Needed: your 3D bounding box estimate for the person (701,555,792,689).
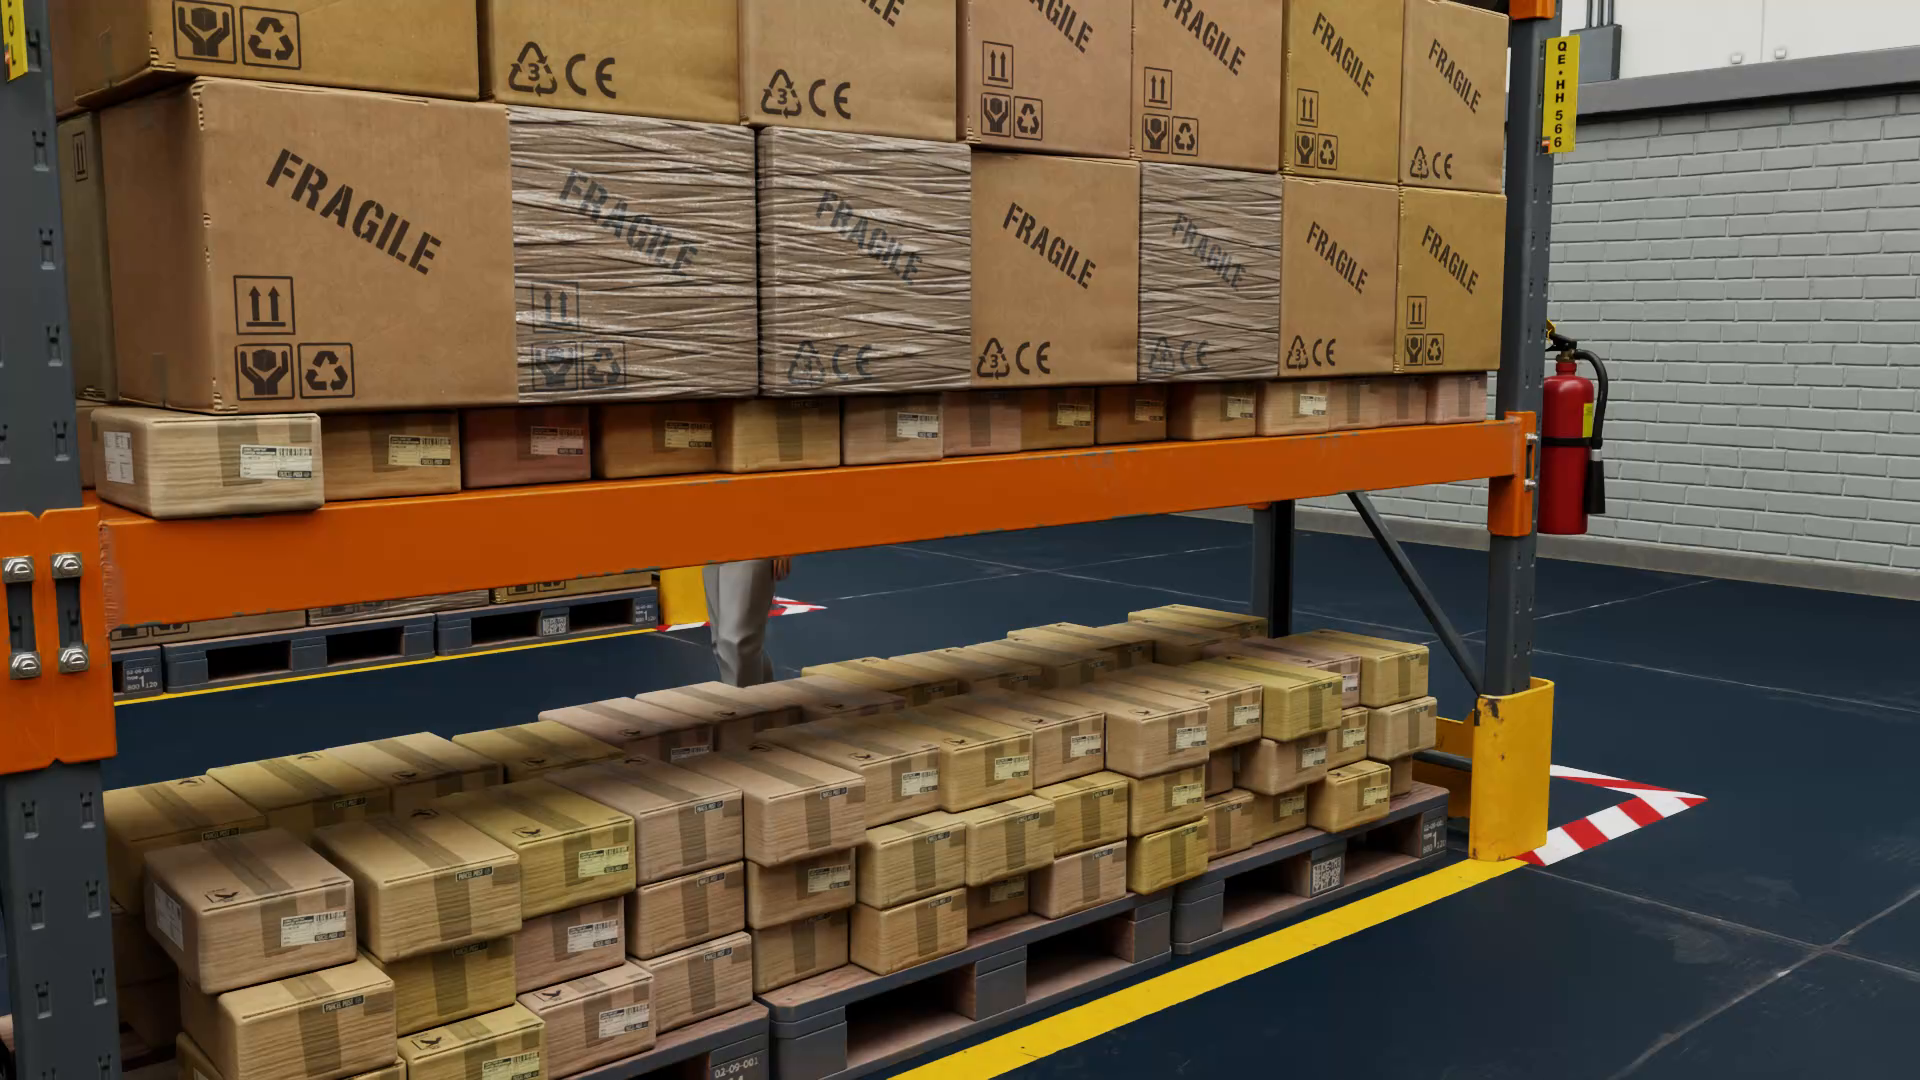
[{"bbox_3d":[-0.808,0.020,5.588,0.544,1.709,0.494,-7,10,-44],"label":"person"}]
